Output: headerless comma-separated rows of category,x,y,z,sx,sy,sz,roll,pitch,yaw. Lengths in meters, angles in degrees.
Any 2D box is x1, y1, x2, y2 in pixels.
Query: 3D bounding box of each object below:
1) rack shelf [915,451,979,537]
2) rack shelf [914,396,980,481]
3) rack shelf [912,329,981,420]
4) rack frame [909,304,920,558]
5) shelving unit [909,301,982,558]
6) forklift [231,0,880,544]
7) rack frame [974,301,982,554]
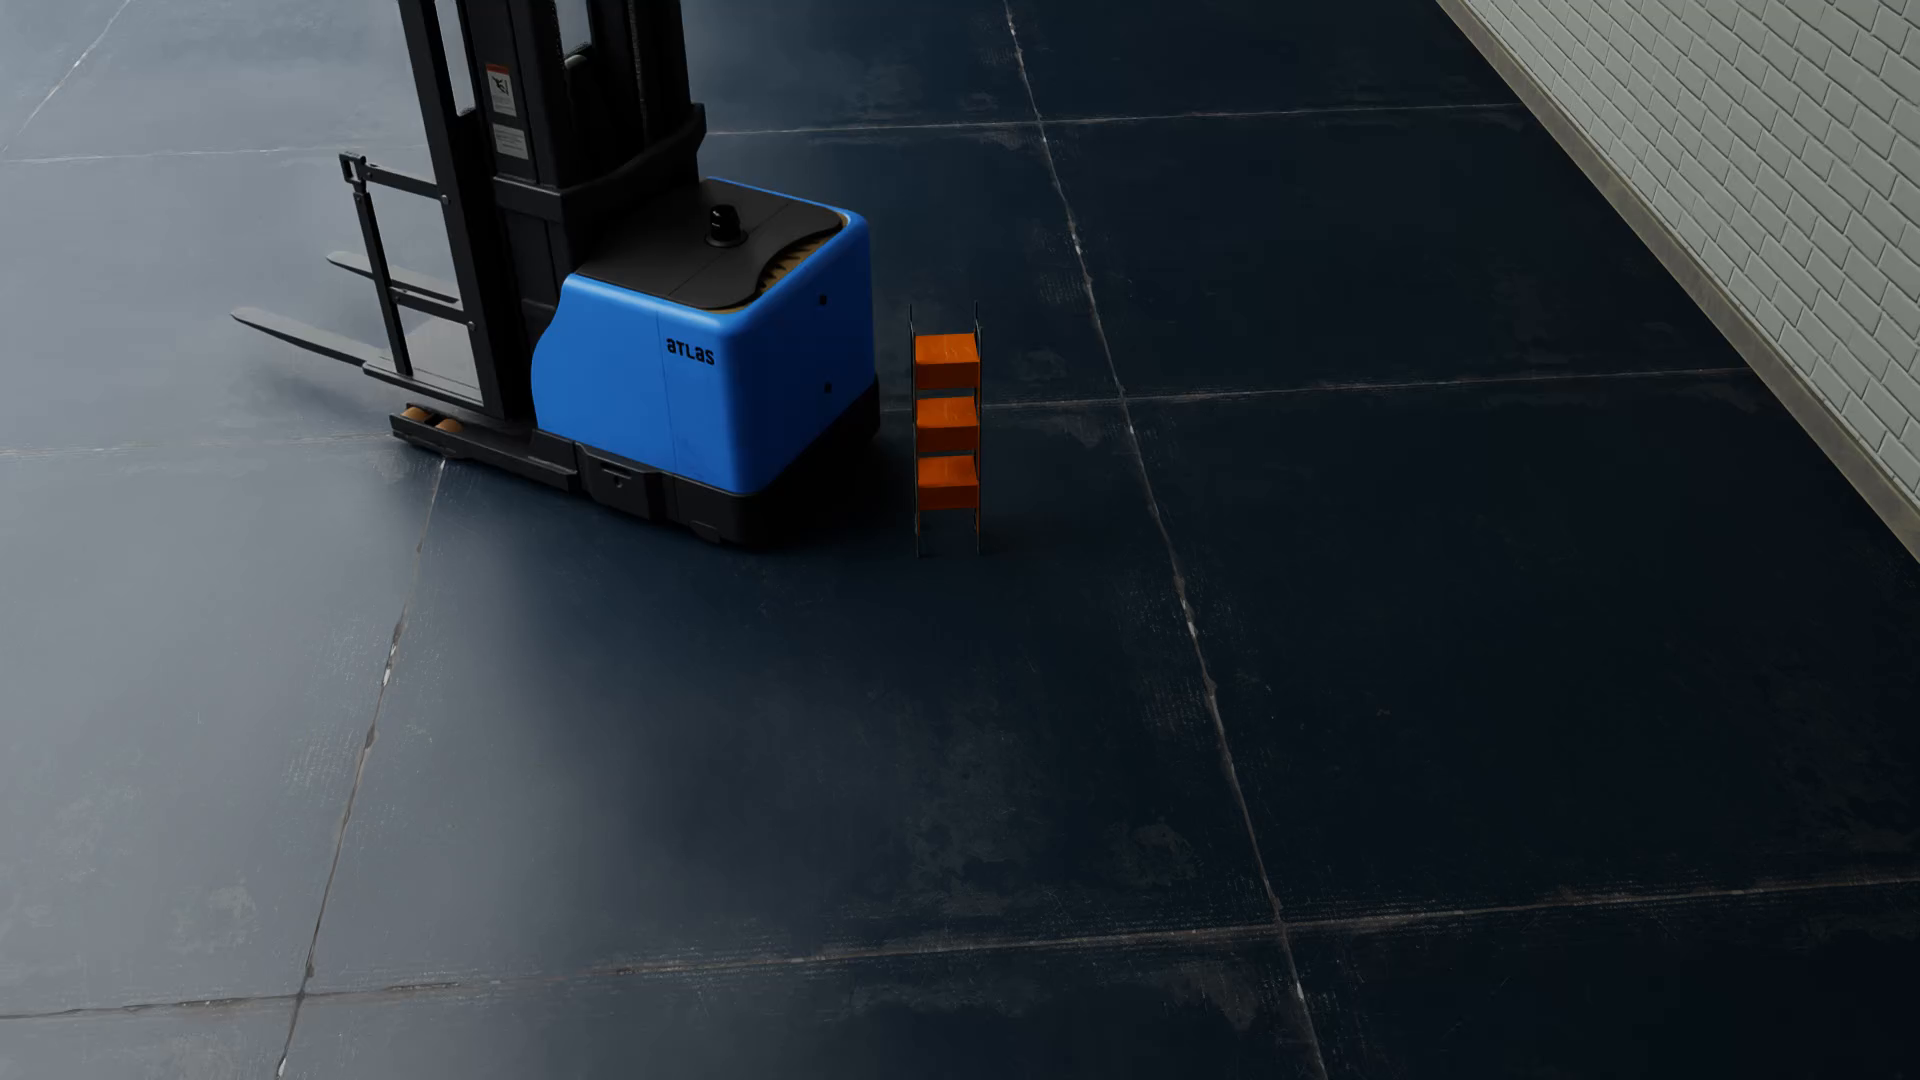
rack shelf,-0.053,-0.183,6.600,0.240,0.259,0.215,-3,38,-4
rack shelf,-0.053,-0.401,6.428,0.240,0.259,0.215,-3,38,-4
rack shelf,-0.053,-0.624,6.252,0.240,0.259,0.215,-3,38,-4
rack frame,-0.175,-0.403,6.413,0.008,1.050,0.200,-3,38,-4
shelving unit,-0.053,-0.409,6.421,0.252,1.050,0.215,-3,38,-4
forklift,-1.896,-1.775,6.634,3.031,2.935,1.130,18,42,21
rack frame,0.068,-0.416,6.430,0.008,1.050,0.200,-3,38,-4
